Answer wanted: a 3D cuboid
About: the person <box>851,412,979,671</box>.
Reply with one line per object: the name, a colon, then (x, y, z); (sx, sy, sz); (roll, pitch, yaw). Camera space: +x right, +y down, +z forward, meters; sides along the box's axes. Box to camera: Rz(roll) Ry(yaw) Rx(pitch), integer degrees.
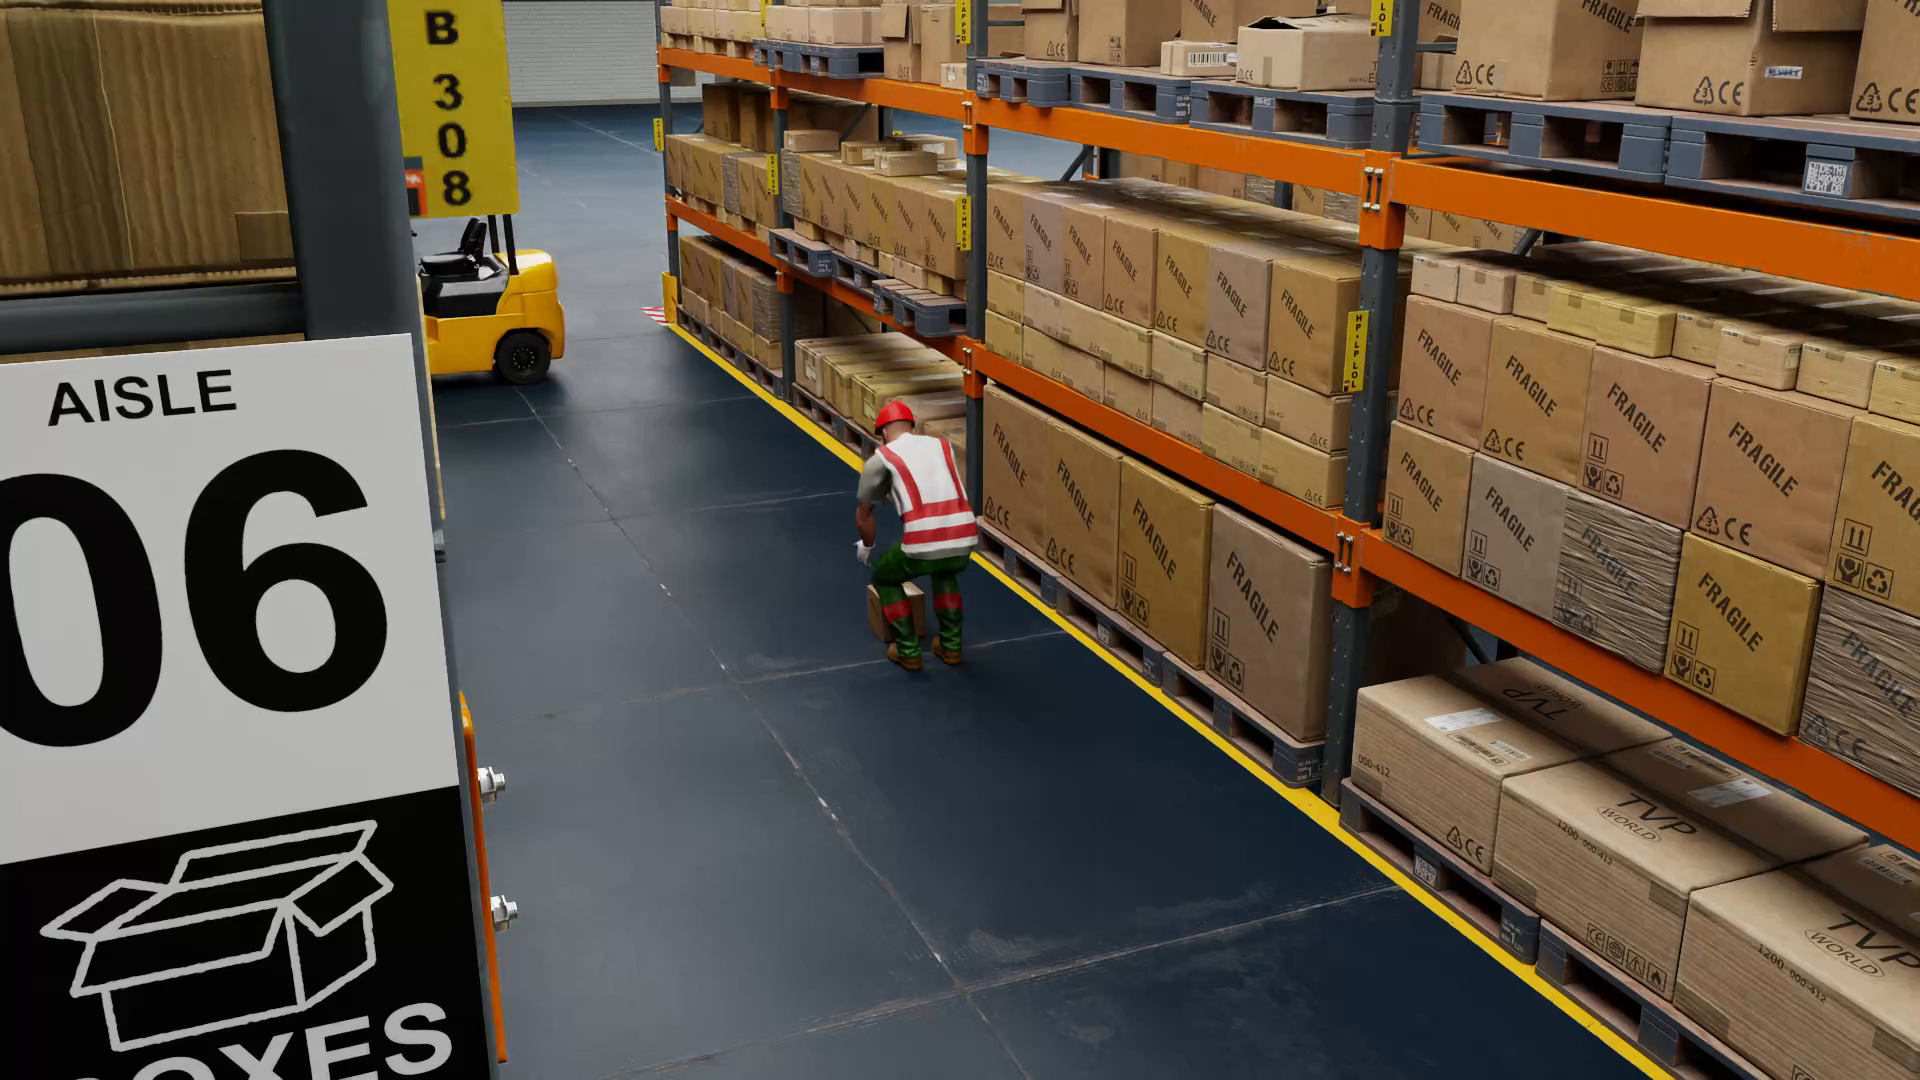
person: (-0.241, 0.020, 8.747); (0.583, 1.290, 0.819); (-8, 20, -21)
